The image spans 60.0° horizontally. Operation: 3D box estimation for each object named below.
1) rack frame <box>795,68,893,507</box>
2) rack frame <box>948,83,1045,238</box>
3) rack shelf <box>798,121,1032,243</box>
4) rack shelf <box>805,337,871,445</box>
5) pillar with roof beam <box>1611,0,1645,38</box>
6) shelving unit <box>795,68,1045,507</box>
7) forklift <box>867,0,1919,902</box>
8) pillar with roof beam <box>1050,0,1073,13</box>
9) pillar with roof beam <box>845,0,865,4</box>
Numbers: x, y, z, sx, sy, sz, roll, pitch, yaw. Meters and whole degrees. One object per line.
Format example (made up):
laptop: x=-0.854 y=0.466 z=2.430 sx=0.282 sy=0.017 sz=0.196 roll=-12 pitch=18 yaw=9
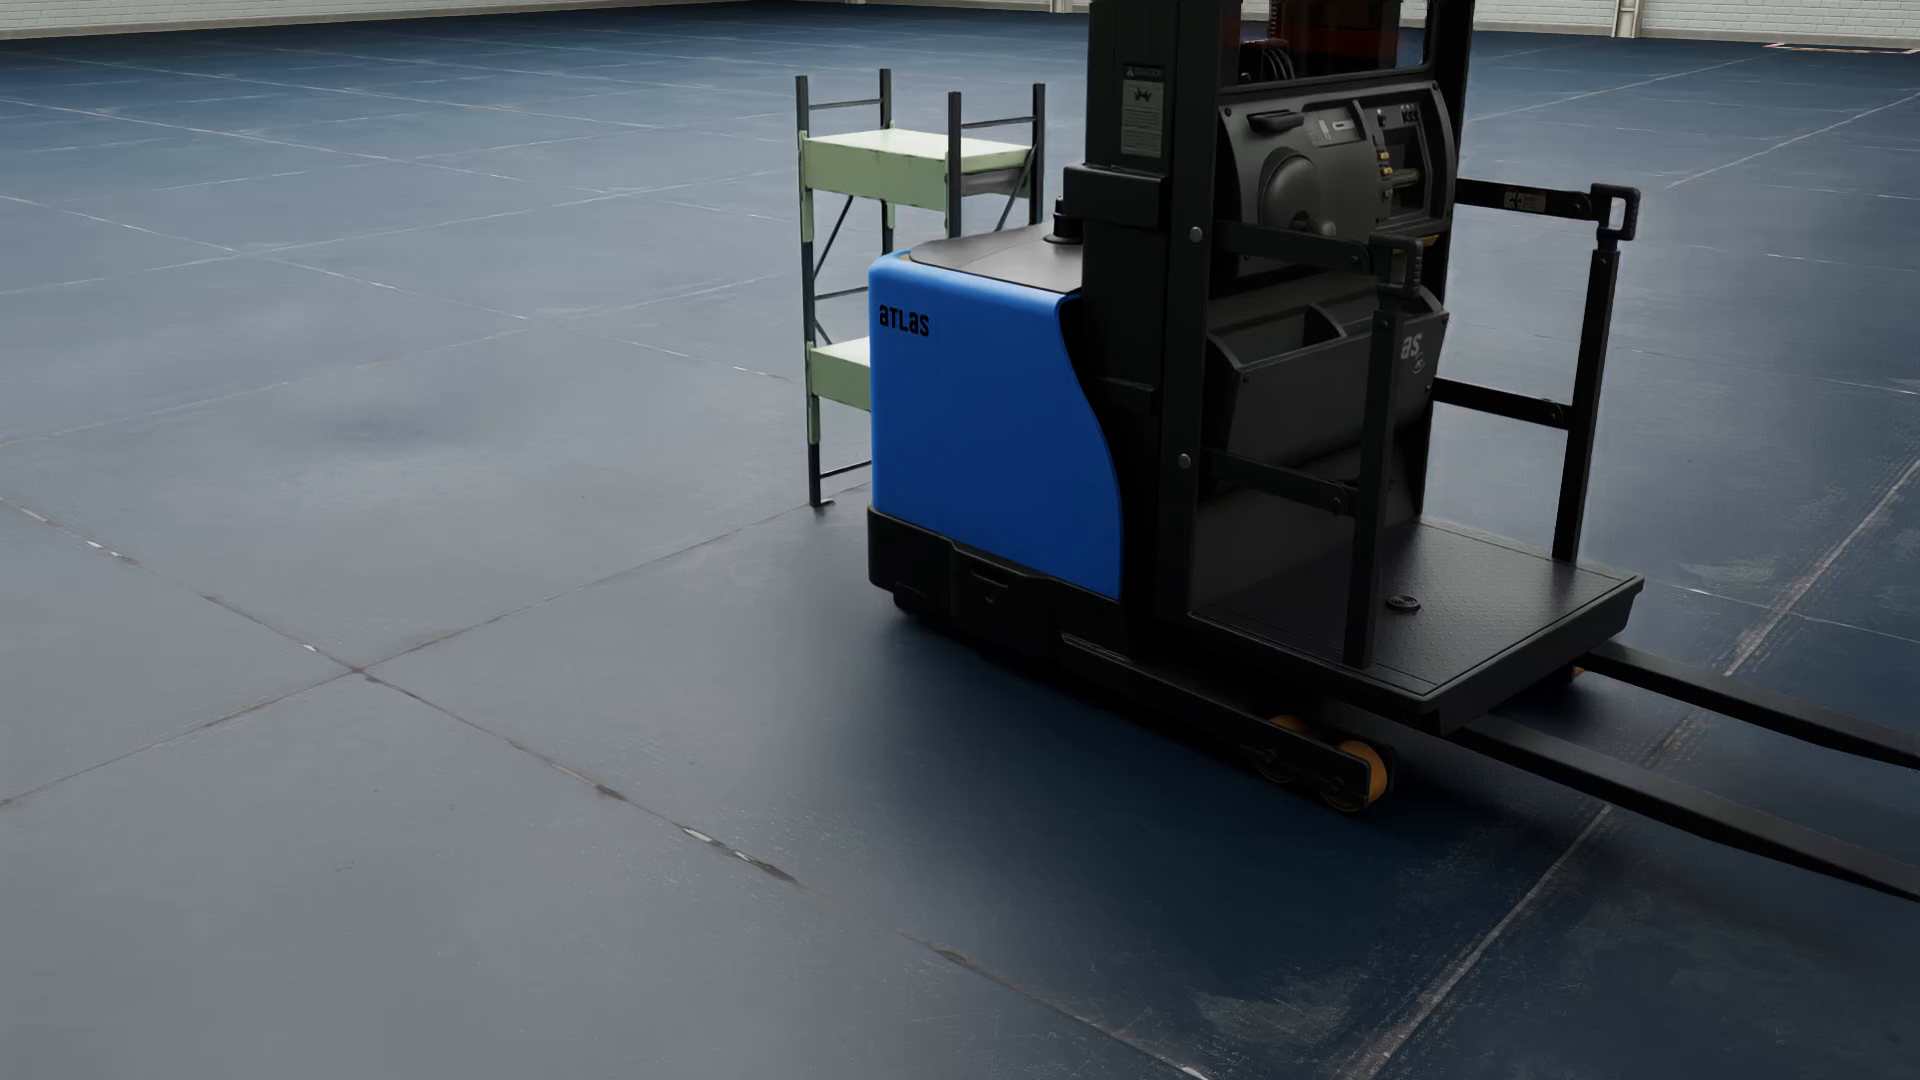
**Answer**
rack frame: x=-0.389 y=-0.871 z=5.852 sx=0.400 sy=1.500 sz=0.023 roll=-19 pitch=28 yaw=-40
rack frame: x=0.116 y=-0.684 z=5.356 sx=0.400 sy=1.500 sz=0.023 roll=-19 pitch=28 yaw=-40
rack shelf: x=-0.137 y=-1.142 z=5.466 sx=0.431 sy=0.370 sz=0.720 roll=-19 pitch=28 yaw=-40
rack shelf: x=-0.137 y=-0.472 z=5.719 sx=0.431 sy=0.370 sz=0.720 roll=-19 pitch=28 yaw=-40
pillar with roof beam: x=8.754 y=-11.708 z=23.962 sx=0.400 sy=9.000 sz=9.100 roll=16 pitch=26 yaw=36
shelving unit: x=-0.137 y=-0.777 z=5.604 sx=0.431 sy=1.500 sz=0.755 roll=-19 pitch=28 yaw=-40
forklift: x=1.098 y=-0.930 z=3.980 sx=1.130 sy=2.935 sz=3.031 roll=-19 pitch=28 yaw=-40
pillar with roof beam: x=-0.543 y=-14.385 z=31.062 sx=0.400 sy=9.000 sz=9.100 roll=16 pitch=26 yaw=36
pillar with roof beam: x=-5.191 y=-15.724 z=34.611 sx=0.400 sy=9.000 sz=9.100 roll=16 pitch=26 yaw=36
